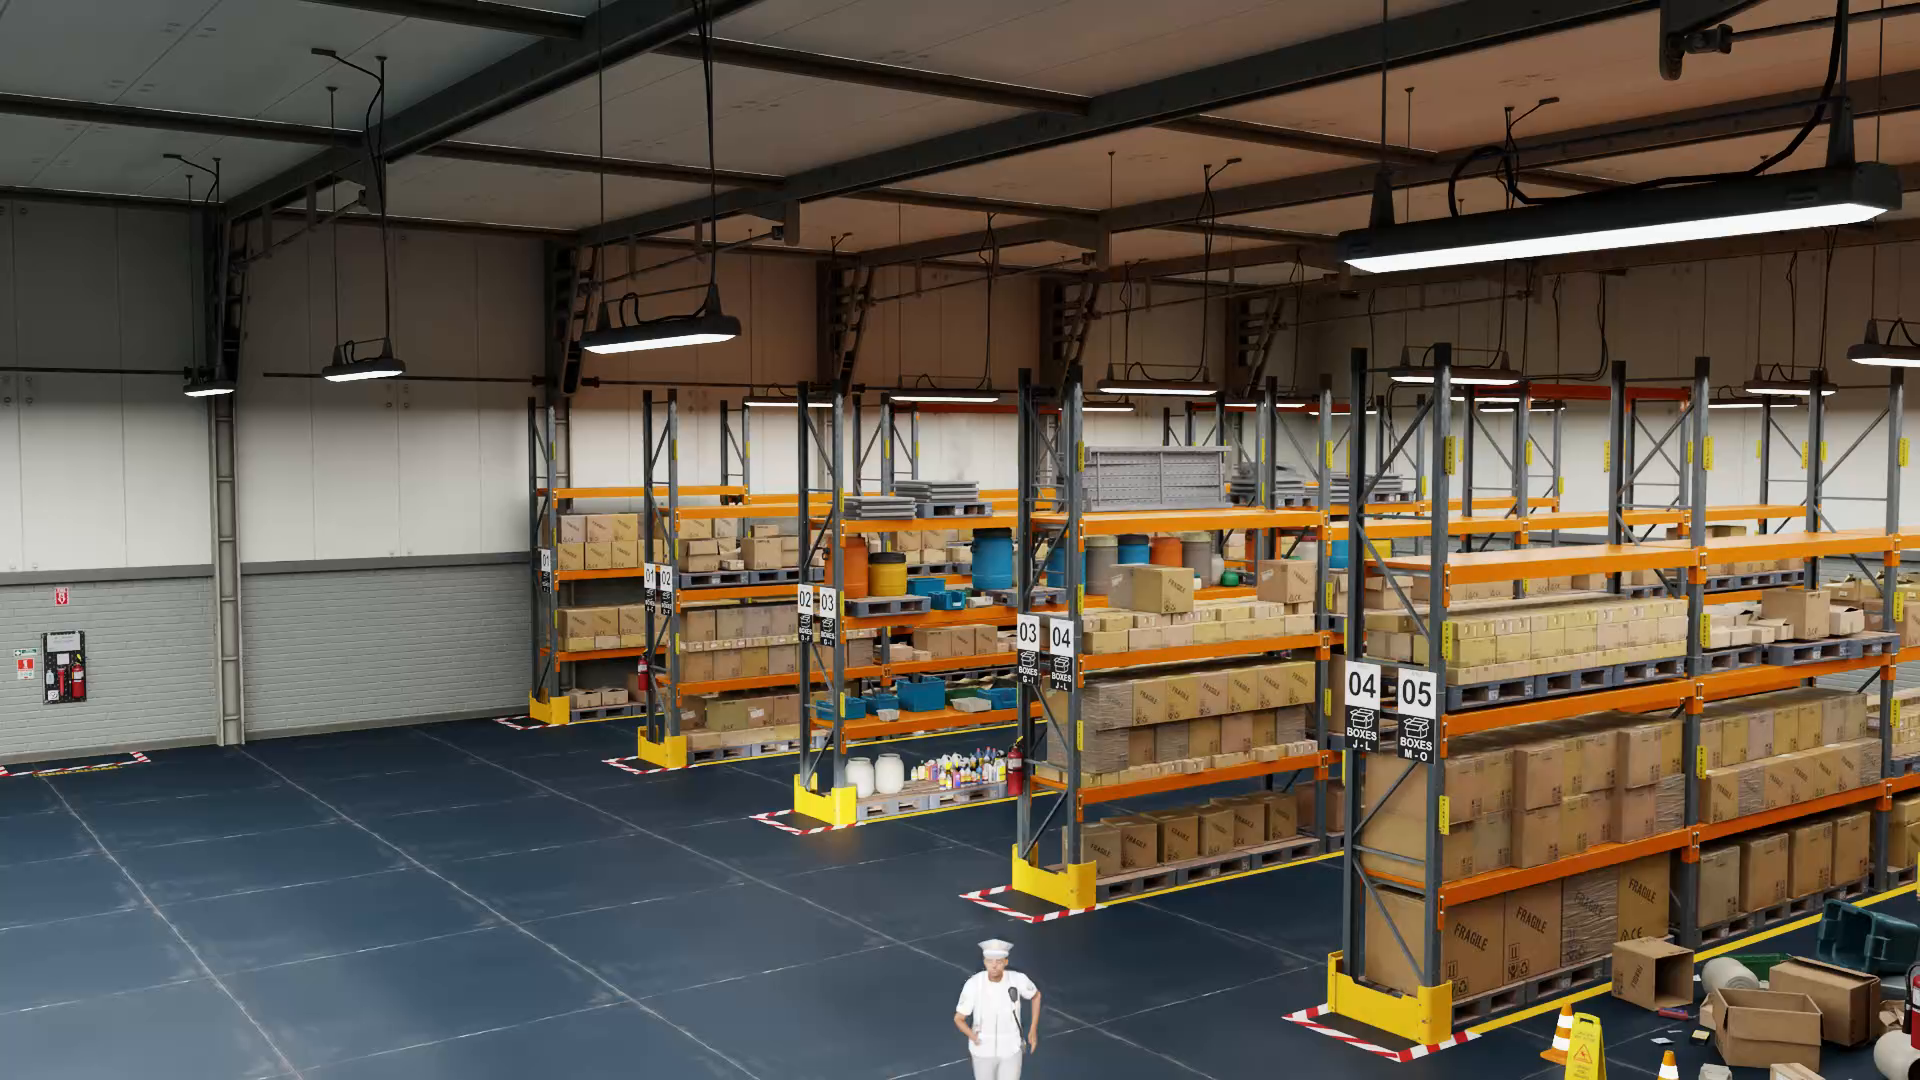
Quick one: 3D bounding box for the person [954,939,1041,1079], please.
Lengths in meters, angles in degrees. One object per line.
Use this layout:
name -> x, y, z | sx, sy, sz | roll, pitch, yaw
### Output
person -> 0.267, 3.644, 11.777 | 0.608, 1.741, 0.894 | 0, 3, 4

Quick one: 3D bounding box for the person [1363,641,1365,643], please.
person -> 8.952, 2.110, 37.131 | 0.711, 1.832, 0.841 | -2, 4, -36
